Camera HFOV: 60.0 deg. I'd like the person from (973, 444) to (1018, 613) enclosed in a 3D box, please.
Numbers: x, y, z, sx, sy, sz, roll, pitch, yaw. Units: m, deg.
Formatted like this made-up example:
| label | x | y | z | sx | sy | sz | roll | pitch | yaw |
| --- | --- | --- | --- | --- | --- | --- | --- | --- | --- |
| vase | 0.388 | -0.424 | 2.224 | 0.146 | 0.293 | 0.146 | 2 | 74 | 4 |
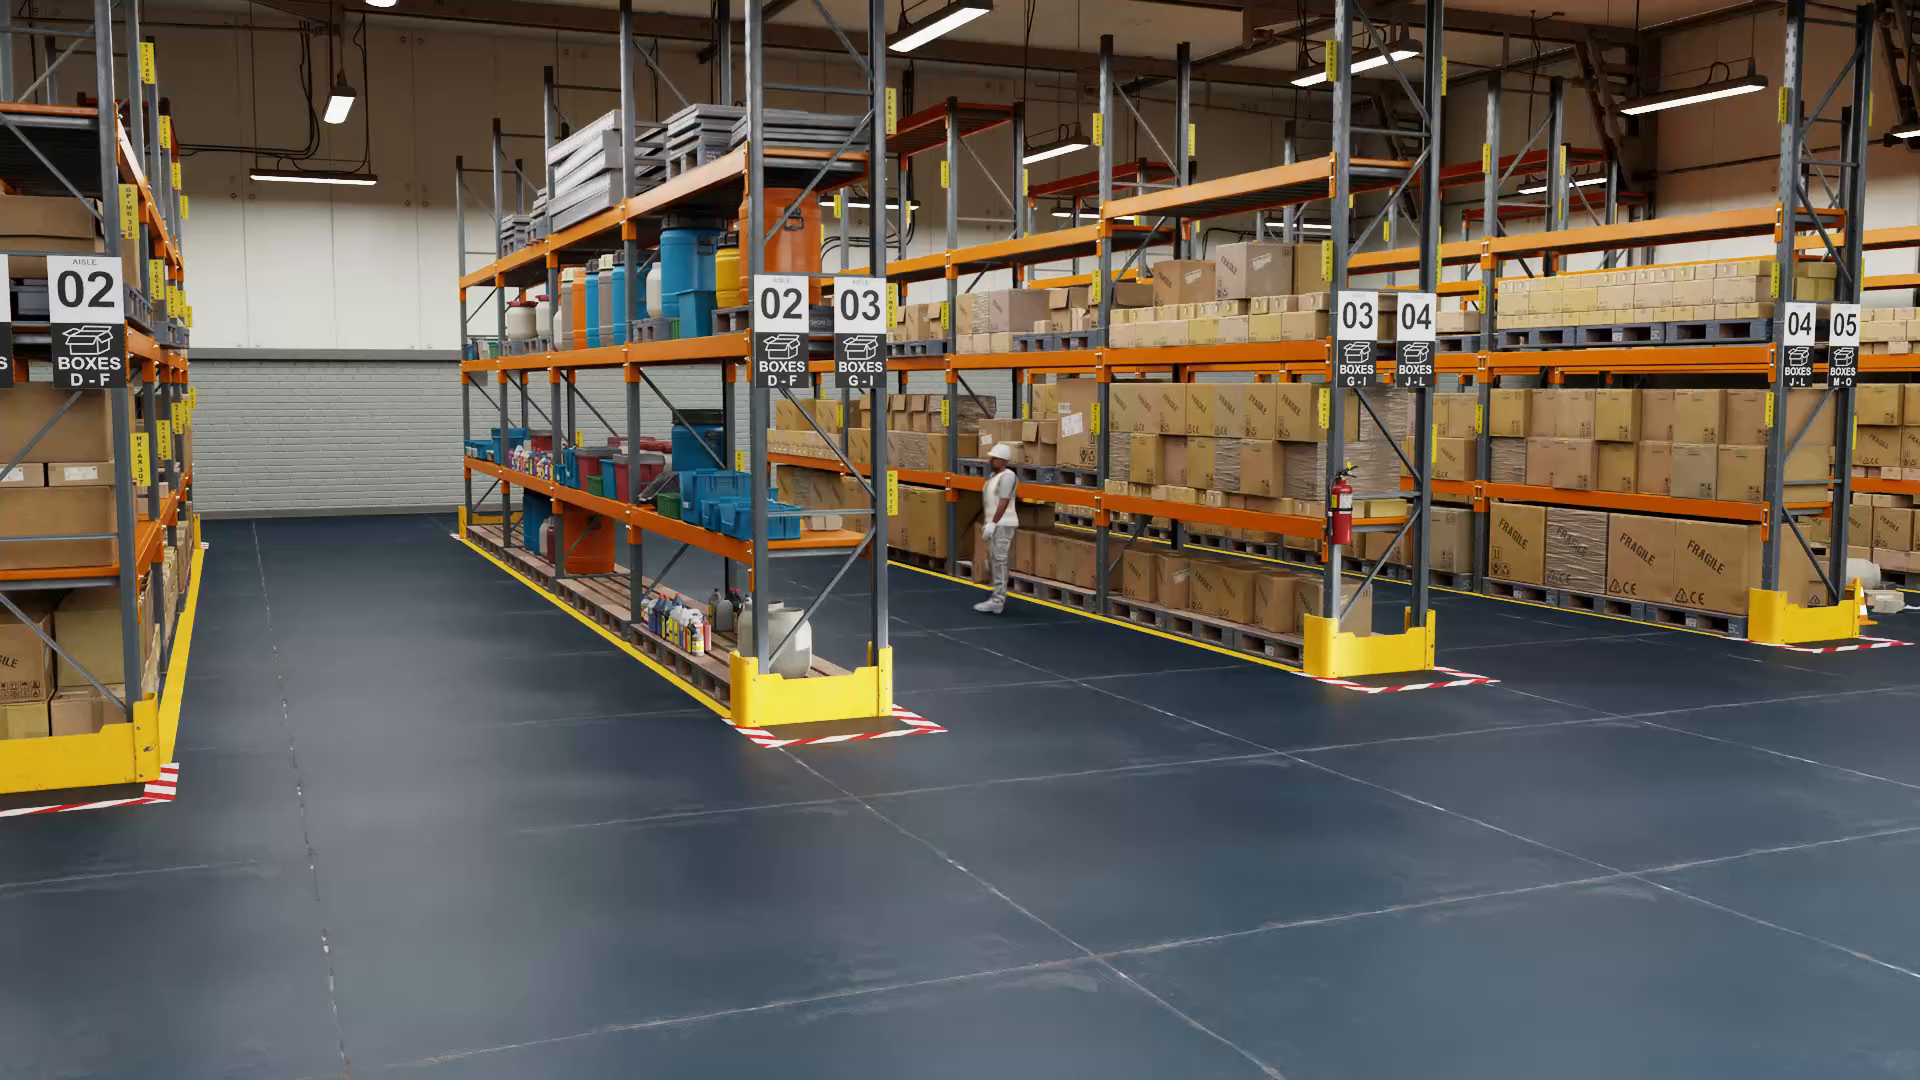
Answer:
| label | x | y | z | sx | sy | sz | roll | pitch | yaw |
| --- | --- | --- | --- | --- | --- | --- | --- | --- | --- |
| person | 0.354 | -0.129 | 17.699 | 0.480 | 1.793 | 0.577 | -1 | 5 | -13 |
